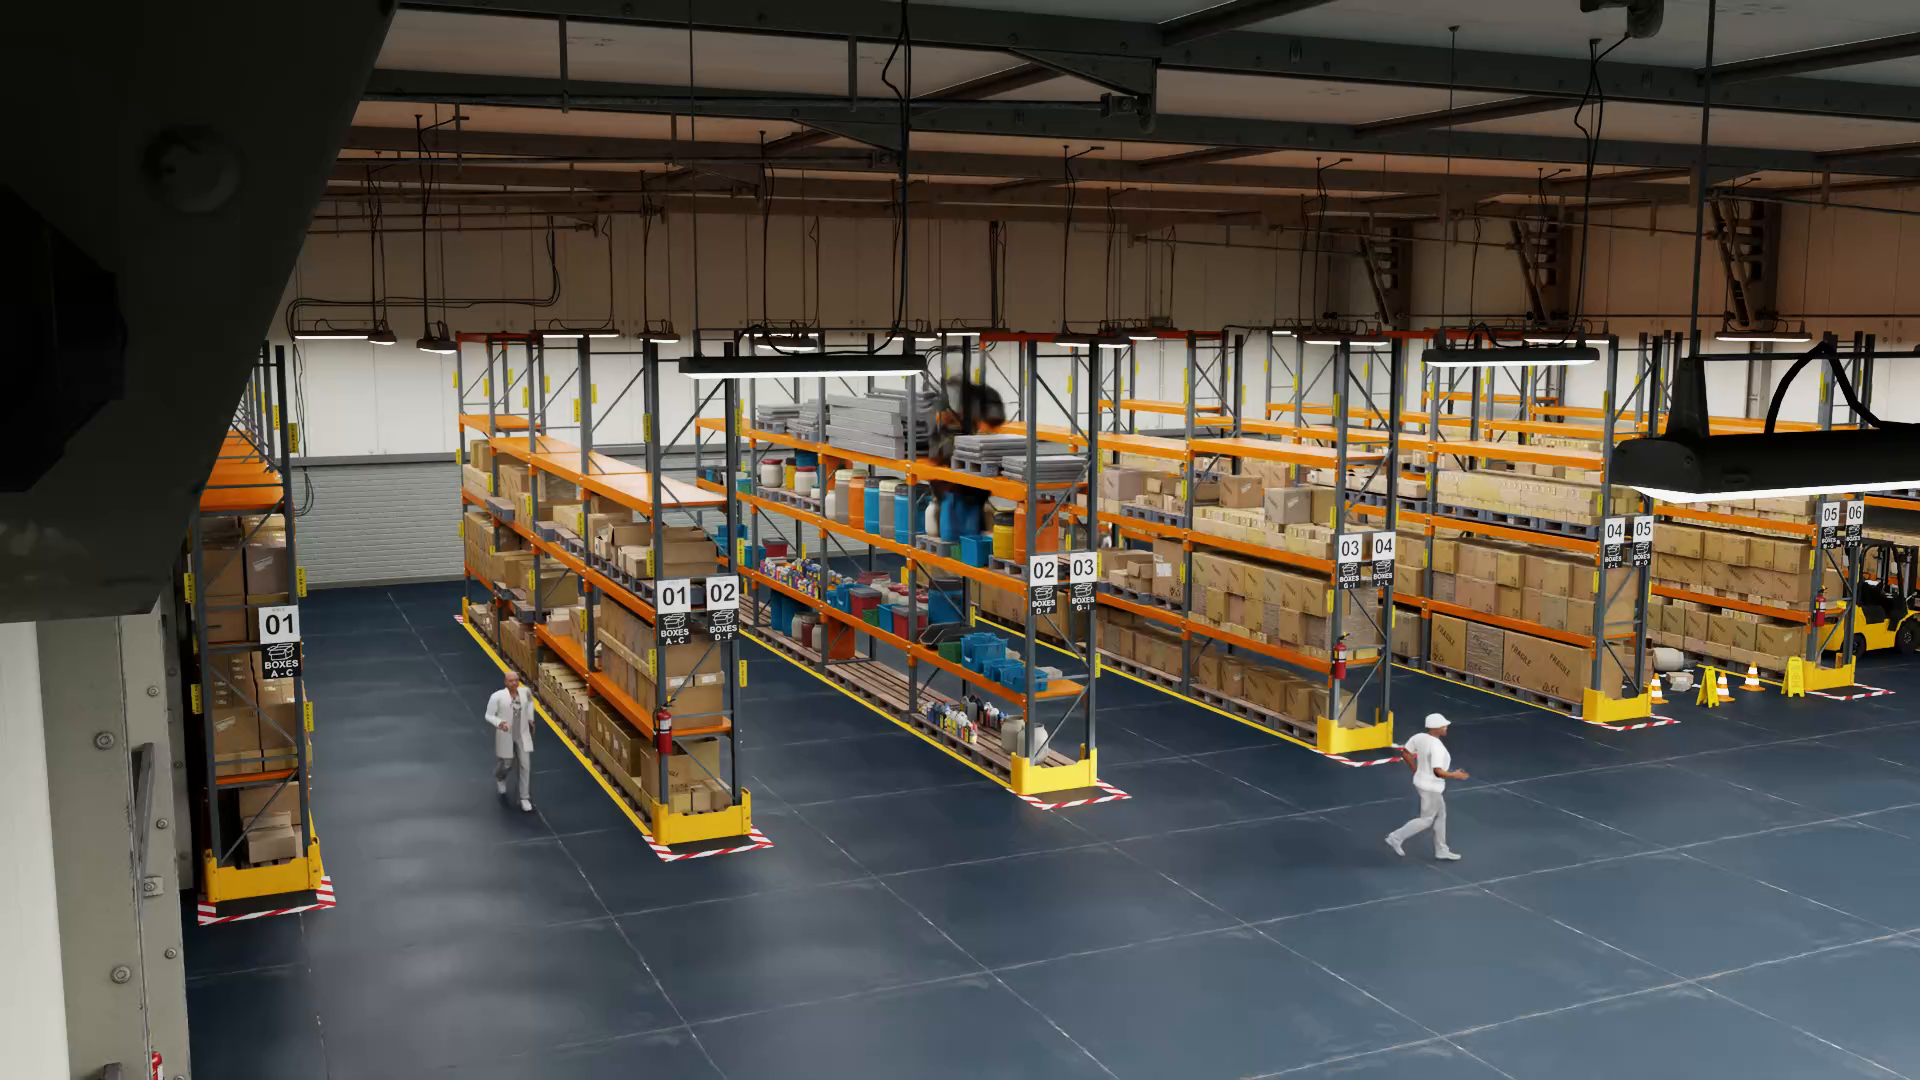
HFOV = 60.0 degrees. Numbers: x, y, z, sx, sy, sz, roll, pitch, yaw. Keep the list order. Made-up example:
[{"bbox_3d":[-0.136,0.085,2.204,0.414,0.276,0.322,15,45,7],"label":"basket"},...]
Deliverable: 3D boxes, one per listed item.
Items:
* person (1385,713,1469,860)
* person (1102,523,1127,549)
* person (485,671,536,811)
[{"bbox_3d":[5.388,2.872,19.262,0.948,1.754,0.681,-1,8,-5],"label":"person"},{"bbox_3d":[3.470,0.478,37.094,0.683,1.730,0.699,-2,8,-16],"label":"person"},{"bbox_3d":[-5.817,2.548,21.576,0.690,1.771,1.042,-4,9,-30],"label":"person"}]
